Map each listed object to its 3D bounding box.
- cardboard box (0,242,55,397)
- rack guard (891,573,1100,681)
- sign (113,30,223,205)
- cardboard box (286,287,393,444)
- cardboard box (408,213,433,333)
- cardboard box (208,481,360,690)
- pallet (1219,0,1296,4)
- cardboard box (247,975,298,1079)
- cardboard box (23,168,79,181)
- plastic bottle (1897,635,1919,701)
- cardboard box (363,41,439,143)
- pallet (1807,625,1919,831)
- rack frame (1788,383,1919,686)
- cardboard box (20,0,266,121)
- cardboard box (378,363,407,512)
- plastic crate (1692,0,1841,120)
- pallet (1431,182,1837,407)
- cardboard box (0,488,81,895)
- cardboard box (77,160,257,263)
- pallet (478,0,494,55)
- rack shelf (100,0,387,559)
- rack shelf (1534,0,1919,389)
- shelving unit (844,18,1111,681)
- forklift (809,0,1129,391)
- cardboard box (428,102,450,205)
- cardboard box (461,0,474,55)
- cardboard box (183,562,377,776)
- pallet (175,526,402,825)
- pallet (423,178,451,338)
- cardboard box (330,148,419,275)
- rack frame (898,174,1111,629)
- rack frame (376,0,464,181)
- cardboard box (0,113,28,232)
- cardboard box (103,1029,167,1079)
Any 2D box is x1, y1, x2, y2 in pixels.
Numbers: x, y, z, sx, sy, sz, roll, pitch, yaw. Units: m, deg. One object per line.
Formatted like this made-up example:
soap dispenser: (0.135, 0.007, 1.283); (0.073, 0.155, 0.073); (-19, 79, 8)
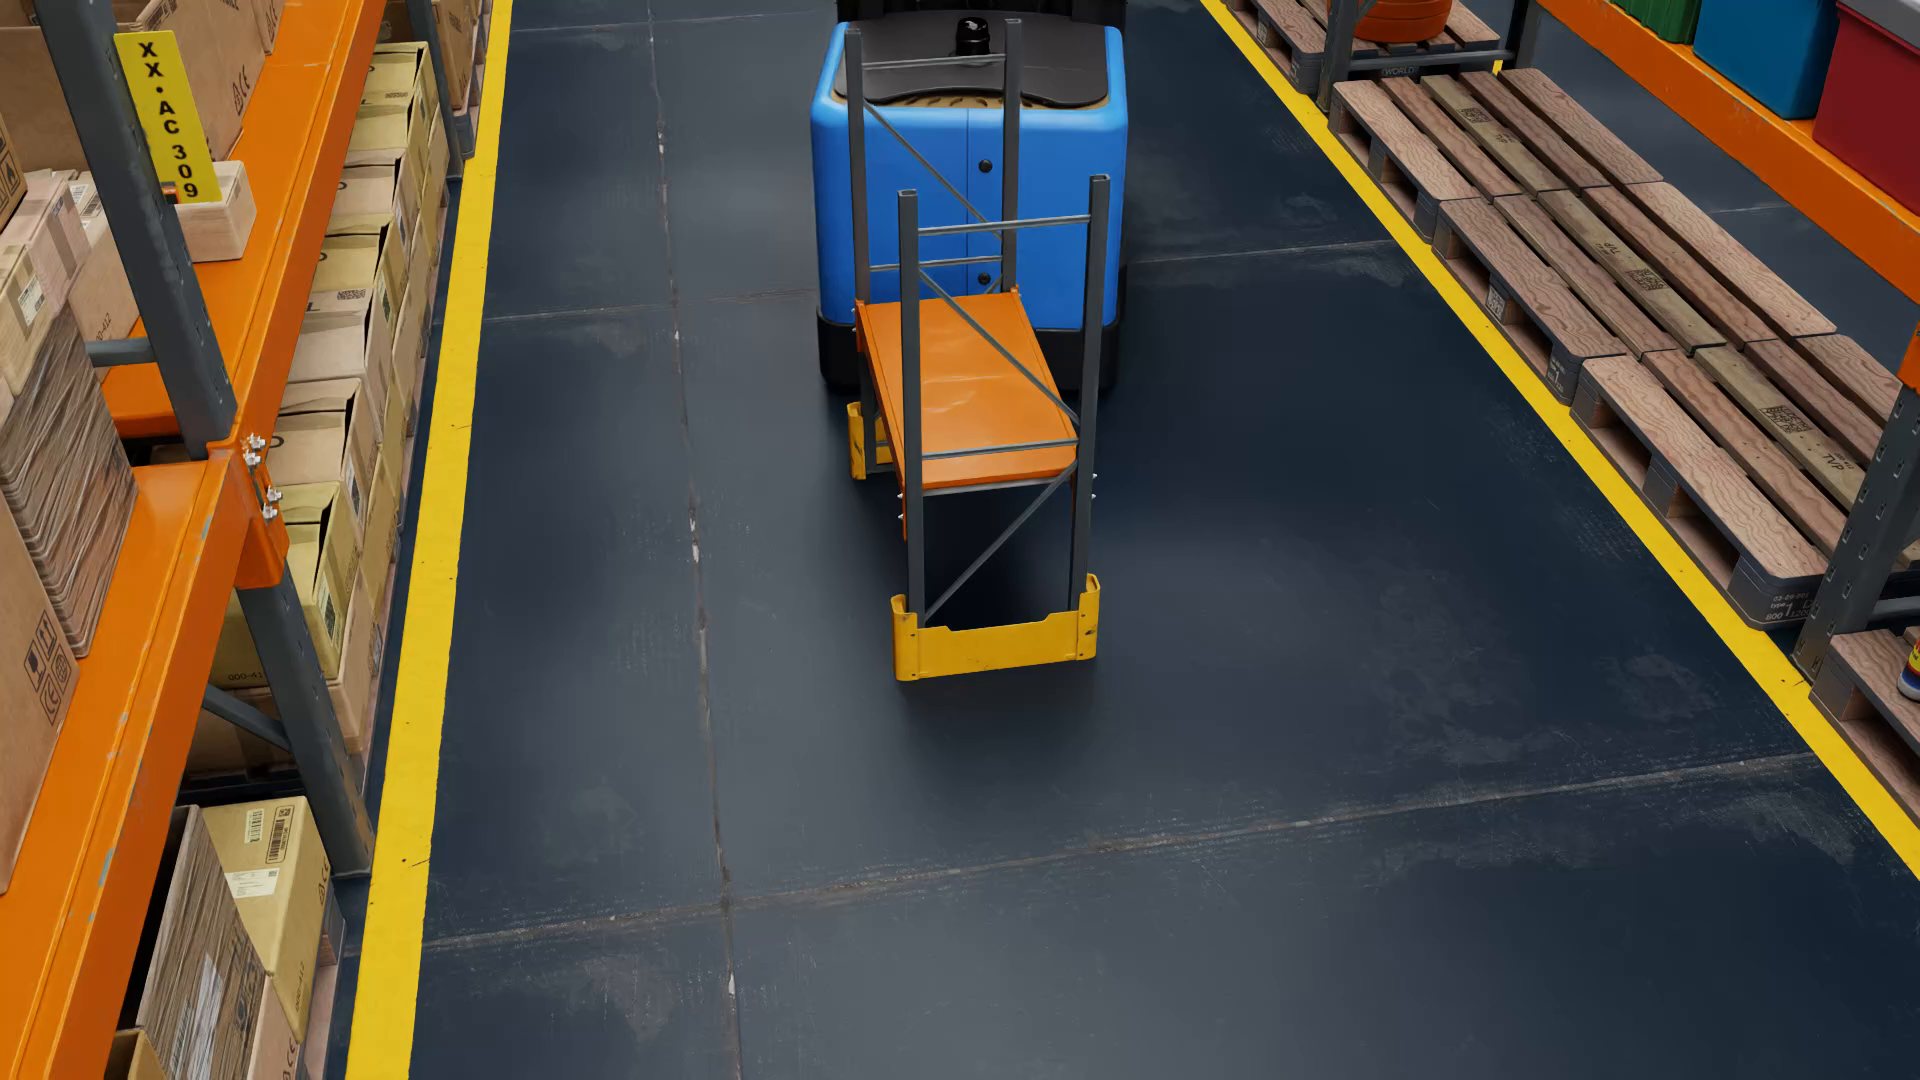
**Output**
cardboard box: (-1.678, -0.332, 2.622); (0.380, 0.149, 0.250); (-7, 38, -9)
rack guard: (0.101, 0.248, 4.727); (0.587, 0.250, 0.087); (-6, 38, -8)
sign: (-1.432, -0.761, 3.014); (0.100, 0.325, 0.005); (-6, 38, -8)
cardboard box: (-1.980, -0.520, 4.917); (0.500, 0.311, 0.500); (-7, 38, -9)
cardboard box: (-2.168, -0.917, 5.884); (0.500, 0.250, 0.500); (-5, 38, -7)
cardboard box: (-1.806, 0.095, 4.125); (0.500, 0.311, 0.500); (-6, 38, -8)
pallet: (1.808, -3.379, 9.428); (1.003, 0.211, 1.213); (-6, 38, -8)
cardboard box: (-1.604, 1.153, 3.220); (0.500, 0.250, 0.500); (-6, 38, -8)
cardboard box: (-2.313, -0.785, 3.925); (0.396, 0.266, 0.258); (-7, 38, -9)
plastic bottle: (2.523, 0.286, 4.303); (0.097, 0.271, 0.097); (0, 38, 0)
cardboard box: (-2.345, -1.755, 6.505); (0.500, 0.311, 0.500); (-5, 38, -7)
pallet: (2.976, 0.654, 4.237); (1.003, 0.211, 1.213); (-6, 38, -8)
rack frame: (2.899, -0.858, 3.909); (1.000, 3.000, 0.127); (-6, 38, -8)
cardboard box: (-2.277, -1.453, 4.594); (0.500, 0.500, 0.500); (-6, 38, -8)
cardboard box: (-1.987, -0.299, 5.089); (0.500, 0.250, 0.500); (-7, 38, -9)
plastic crate: (2.399, -1.484, 4.728); (0.392, 0.384, 0.575); (-6, 38, -8)
pallet: (2.506, -0.965, 6.320); (1.003, 0.211, 1.213); (-6, 38, -8)
cardboard box: (-1.796, 0.219, 2.442); (0.700, 0.500, 0.500); (-7, 38, -8)
cardboard box: (-1.933, -0.785, 4.020); (0.380, 0.149, 0.250); (-6, 38, -8)
pallet: (-2.984, -2.832, 8.724); (1.003, 0.211, 1.213); (-6, 38, -8)
rack shelf: (-2.329, -1.251, 5.002); (1.077, 0.370, 4.000); (-6, 38, -8)
rack shelf: (2.548, -1.782, 5.685); (1.077, 0.370, 4.000); (-6, 38, -8)
shelving unit: (0.013, -0.546, 4.731); (0.587, 1.500, 1.083); (-6, 38, -8)
forklift: (0.093, -2.560, 6.156); (1.130, 2.935, 3.031); (2, 38, 2)
cardboard box: (-2.347, -1.532, 6.675); (0.500, 0.250, 0.500); (-5, 38, -7)
cardboard box: (-2.576, -2.551, 7.768); (0.500, 0.500, 0.500); (-8, 38, -10)
cardboard box: (-1.805, 0.323, 4.289); (0.500, 0.250, 0.500); (-7, 38, -9)
pallet: (-2.146, 0.333, 4.649); (1.003, 0.211, 1.213); (-6, 38, -8)
pallet: (-2.574, -1.141, 6.546); (1.003, 0.211, 1.213); (-6, 38, -8)
cardboard box: (-2.162, -1.136, 5.710); (0.500, 0.311, 0.500); (-6, 38, -8)
rack frame: (0.104, -0.234, 4.328); (0.500, 1.500, 0.032); (-6, 38, -8)
rack frame: (-2.680, -2.743, 6.336); (1.000, 3.000, 0.127); (-6, 38, -8)
cardboard box: (-1.894, -0.612, 2.453); (0.700, 0.500, 0.500); (-6, 38, -8)
cardboard box: (-1.514, 1.158, 2.602); (0.500, 0.500, 0.500); (-6, 38, -8)
